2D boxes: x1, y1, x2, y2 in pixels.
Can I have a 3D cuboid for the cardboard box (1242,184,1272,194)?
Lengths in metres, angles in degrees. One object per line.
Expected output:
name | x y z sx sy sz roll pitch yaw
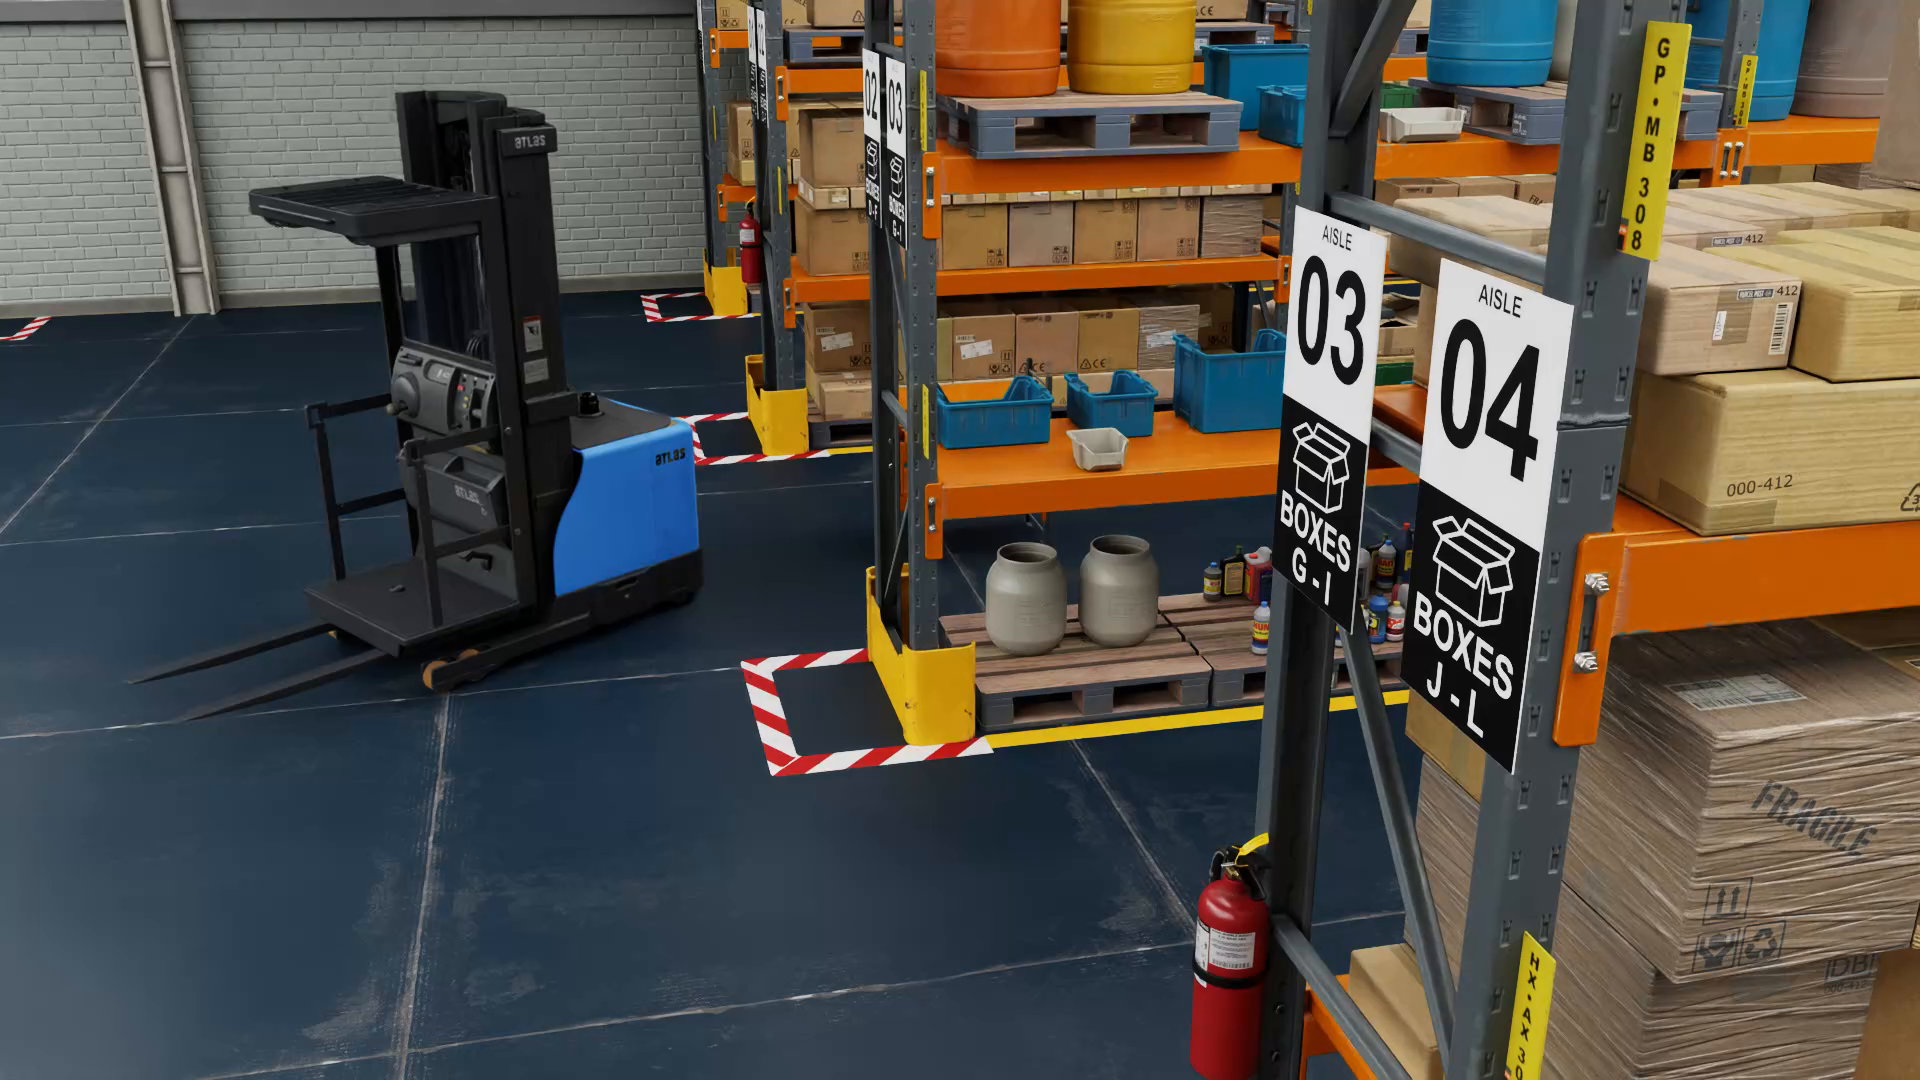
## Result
cardboard box | 2.264 -2.822 13.070 0.250 0.149 0.380 -5 21 -13

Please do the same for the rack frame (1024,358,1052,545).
rack frame | 0.501 -0.569 10.732 0.032 1.125 0.500 -5 21 -12

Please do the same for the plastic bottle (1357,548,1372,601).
plastic bottle | 2.195 0.188 9.261 0.135 0.276 0.152 -5 21 -12

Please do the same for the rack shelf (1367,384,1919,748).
rack shelf | 2.809 -0.160 3.576 4.000 0.370 1.077 -5 21 -12

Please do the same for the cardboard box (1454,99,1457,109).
cardboard box | 5.760 -4.687 18.643 0.500 0.500 0.500 -4 21 -11

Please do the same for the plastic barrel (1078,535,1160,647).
plastic barrel | 0.833 0.265 8.738 0.421 0.512 0.421 0 20 0

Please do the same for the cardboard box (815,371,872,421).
cardboard box | -0.841 -1.122 12.902 0.500 0.250 0.500 -5 21 -12

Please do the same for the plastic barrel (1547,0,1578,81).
plastic barrel | 3.151 -2.596 8.405 0.421 0.512 0.421 0 20 0

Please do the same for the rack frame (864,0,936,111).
rack frame | -0.277 -3.406 7.030 0.127 3.000 1.000 -5 21 -12

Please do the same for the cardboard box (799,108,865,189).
cardboard box | -0.905 -2.940 12.449 0.500 0.500 0.700 -5 21 -12

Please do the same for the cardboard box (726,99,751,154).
cardboard box | -2.147 -4.305 17.304 0.500 0.500 0.500 -5 21 -13

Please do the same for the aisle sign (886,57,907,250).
aisle sign | -0.280 -1.706 7.332 0.004 0.787 0.394 -5 21 -12

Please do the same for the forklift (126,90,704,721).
forklift | -2.883 -0.779 8.679 1.130 2.935 3.031 17 26 39

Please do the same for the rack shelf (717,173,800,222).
rack shelf | -0.611 -3.726 17.671 4.000 0.370 1.077 -5 21 -12

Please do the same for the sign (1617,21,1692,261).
sign | 0.987 -0.568 2.374 0.005 0.325 0.100 -5 21 -12

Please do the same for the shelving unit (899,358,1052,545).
shelving unit | 0.007 -0.529 10.623 1.048 1.125 0.538 -5 21 -12

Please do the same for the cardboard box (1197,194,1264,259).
cardboard box | 2.049 -2.574 13.334 0.500 0.500 0.700 -5 21 -14

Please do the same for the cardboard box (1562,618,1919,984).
cardboard box | 1.460 0.460 3.165 0.500 0.500 0.500 -5 21 -12

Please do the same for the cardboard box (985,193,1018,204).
cardboard box | 0.271 -2.661 12.628 0.250 0.149 0.380 -5 21 -13

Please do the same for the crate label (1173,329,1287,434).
crate label | 1.451 -0.842 8.701 0.616 0.435 0.502 -5 21 -12

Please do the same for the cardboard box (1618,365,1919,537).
cardboard box | 1.391 -0.221 2.914 0.500 0.250 0.500 -4 21 -11

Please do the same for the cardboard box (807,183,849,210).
cardboard box | -0.982 -2.558 12.348 0.250 0.149 0.380 -5 21 -13

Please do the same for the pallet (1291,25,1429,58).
pallet | 3.334 -3.957 13.173 1.217 0.209 0.805 -5 21 -15

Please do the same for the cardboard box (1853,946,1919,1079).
cardboard box | 1.863 0.768 3.779 0.500 0.500 0.875 -5 21 -12

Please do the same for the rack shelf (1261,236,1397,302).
rack shelf | 4.425 -2.385 14.009 4.000 0.370 1.077 -5 21 -12

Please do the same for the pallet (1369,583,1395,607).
pallet | 2.952 0.443 9.299 1.213 0.211 1.003 -5 21 -12

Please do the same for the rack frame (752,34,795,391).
rack frame | -1.414 -2.247 12.589 0.127 3.000 1.000 -5 21 -12

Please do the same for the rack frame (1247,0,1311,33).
rack frame | 2.479 -5.381 12.421 0.127 3.000 1.000 -5 21 -12

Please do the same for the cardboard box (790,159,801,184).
cardboard box | -1.507 -3.823 17.078 0.500 0.250 0.500 -5 21 -14

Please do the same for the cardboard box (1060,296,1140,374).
cardboard box | 1.103 -1.636 13.216 0.500 0.500 0.500 -5 21 -12

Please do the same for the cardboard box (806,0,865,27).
cardboard box | -0.853 -4.011 12.079 0.637 0.503 0.797 -3 20 -9

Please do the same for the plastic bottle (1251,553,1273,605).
plastic bottle | 1.686 0.212 9.183 0.133 0.283 0.061 -5 21 -12

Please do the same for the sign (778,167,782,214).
sign | -1.292 -2.505 11.918 0.005 0.325 0.100 -5 21 -12

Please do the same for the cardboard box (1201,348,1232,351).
cardboard box | 1.958 -1.535 14.031 0.500 0.250 0.500 -5 21 -12

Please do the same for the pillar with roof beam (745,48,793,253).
pillar with roof beam | -1.084 -5.626 13.091 0.400 9.000 9.100 -5 21 -12

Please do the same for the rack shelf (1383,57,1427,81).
rack shelf | 4.425 -3.793 13.493 4.000 0.370 1.077 -5 21 -12

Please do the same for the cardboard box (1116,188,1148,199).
cardboard box | 1.273 -2.742 12.852 0.250 0.149 0.380 -5 21 -13

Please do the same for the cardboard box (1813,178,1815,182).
cardboard box | 10.454 -4.326 20.345 0.250 0.149 0.380 -5 21 -14

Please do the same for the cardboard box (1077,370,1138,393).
cardboard box | 1.106 -1.280 13.334 0.500 0.250 0.500 -5 21 -12

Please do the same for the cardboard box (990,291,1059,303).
cardboard box | 0.496 -1.771 13.585 0.500 0.500 0.500 -5 21 -12

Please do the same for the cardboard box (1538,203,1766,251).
cardboard box | 1.341 -0.564 3.271 0.250 0.149 0.380 -5 21 -14

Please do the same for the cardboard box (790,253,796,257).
cardboard box | -1.863 -2.874 17.569 0.500 0.311 0.500 -7 21 -19

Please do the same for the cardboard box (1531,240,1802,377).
cardboard box | 1.183 -0.401 2.825 0.250 0.149 0.380 -5 21 -13

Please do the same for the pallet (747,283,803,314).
pallet | -1.684 -2.654 17.754 1.213 0.211 1.003 -5 21 -12

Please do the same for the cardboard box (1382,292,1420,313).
cardboard box | 3.798 -1.943 14.331 0.500 0.311 0.500 -5 21 -13

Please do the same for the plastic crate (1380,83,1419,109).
plastic crate | 2.017 -2.181 8.355 0.450 0.188 0.336 -5 21 -12

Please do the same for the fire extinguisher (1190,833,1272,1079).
fire extinguisher | 0.645 0.960 3.946 0.183 0.674 0.296 -5 21 -12

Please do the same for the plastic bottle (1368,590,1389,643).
plastic bottle | 2.187 0.395 8.702 0.097 0.271 0.097 0 20 0

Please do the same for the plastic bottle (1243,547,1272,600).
plastic bottle | 1.661 0.180 9.282 0.135 0.276 0.152 -4 21 -12

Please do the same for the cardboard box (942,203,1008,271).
cardboard box | 0.038 -2.408 12.881 0.500 0.500 0.700 -5 21 -12

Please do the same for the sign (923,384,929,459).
sign | -0.155 -0.535 7.511 0.005 0.325 0.100 -5 21 -12

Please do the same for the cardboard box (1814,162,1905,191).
cardboard box | 7.893 -3.221 14.490 0.500 0.500 0.700 -1 20 -2

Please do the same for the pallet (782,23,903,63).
pallet | -0.720 -3.662 12.217 1.213 0.211 1.003 -5 21 -12
